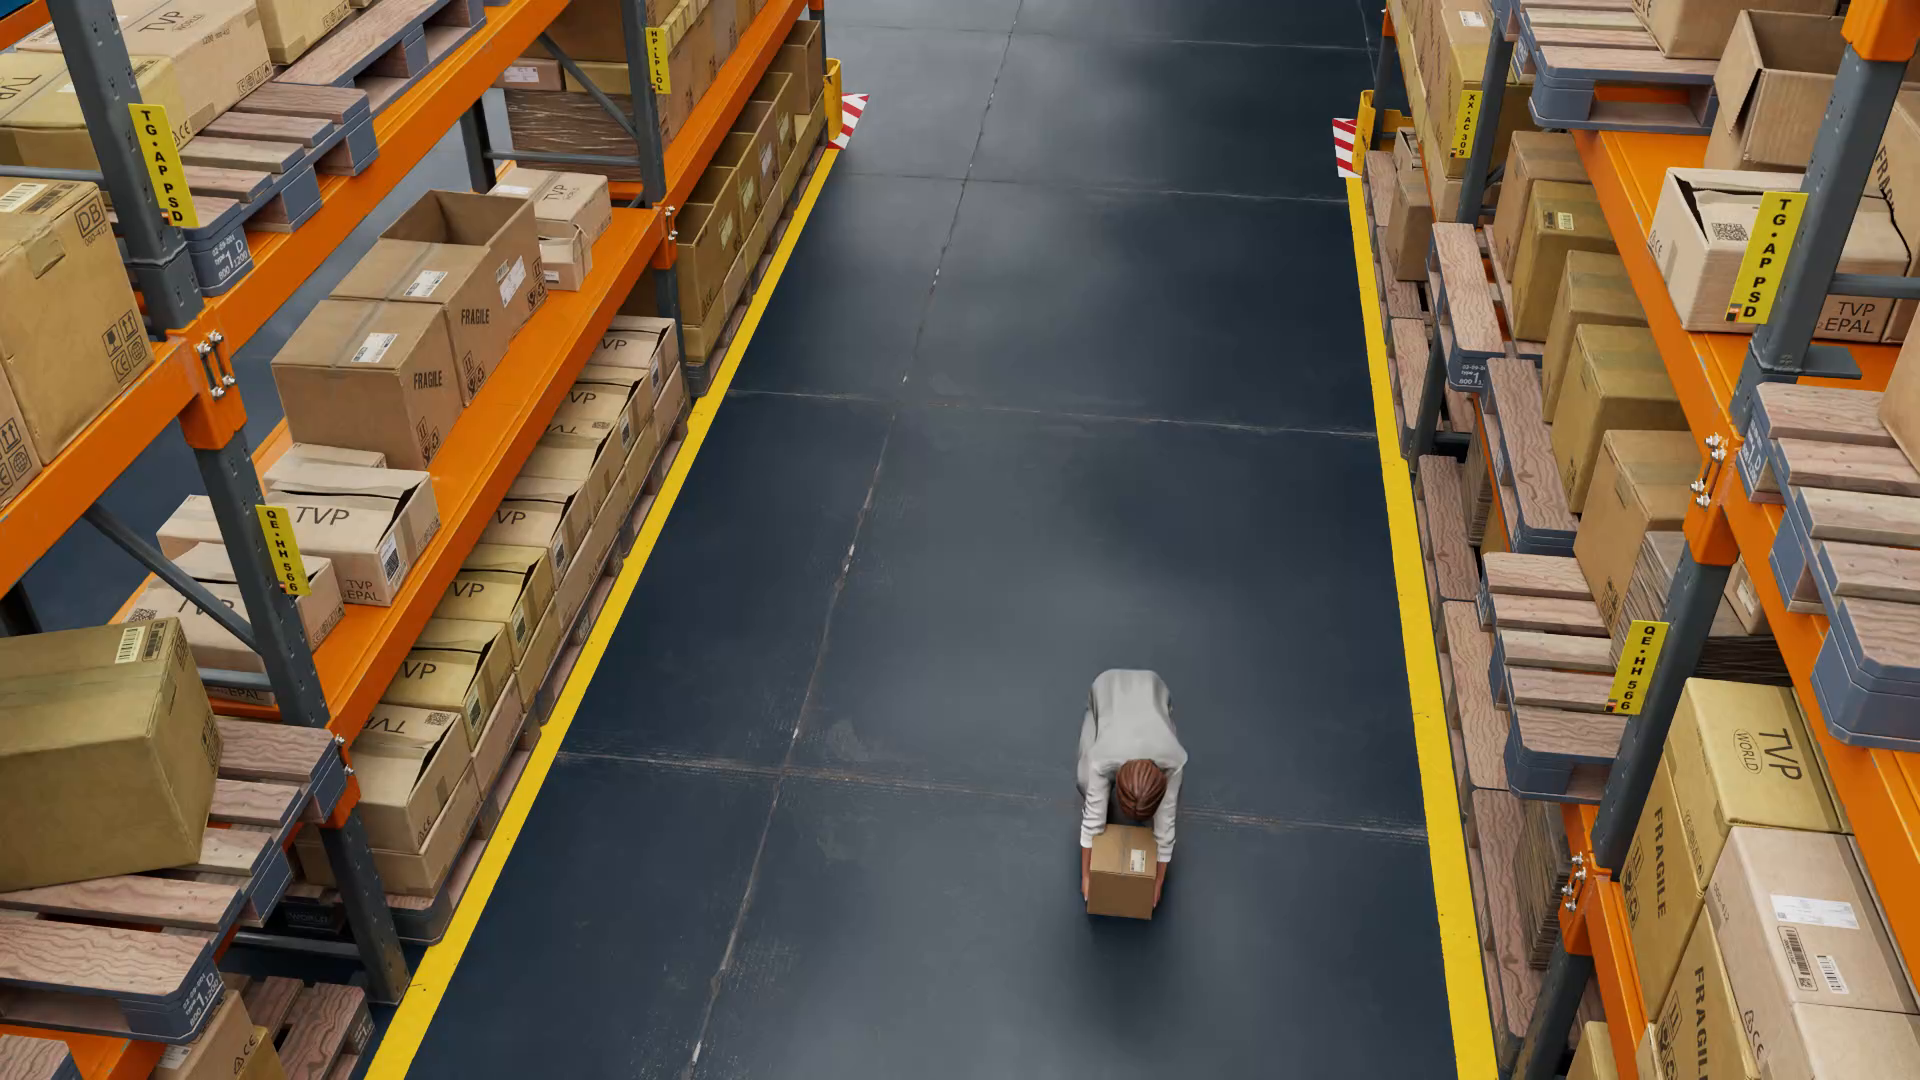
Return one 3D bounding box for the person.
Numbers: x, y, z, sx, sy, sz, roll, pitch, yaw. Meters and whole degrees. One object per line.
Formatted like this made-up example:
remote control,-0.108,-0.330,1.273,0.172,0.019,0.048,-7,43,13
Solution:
person,0.668,0.930,6.572,0.418,0.701,0.862,4,37,5
